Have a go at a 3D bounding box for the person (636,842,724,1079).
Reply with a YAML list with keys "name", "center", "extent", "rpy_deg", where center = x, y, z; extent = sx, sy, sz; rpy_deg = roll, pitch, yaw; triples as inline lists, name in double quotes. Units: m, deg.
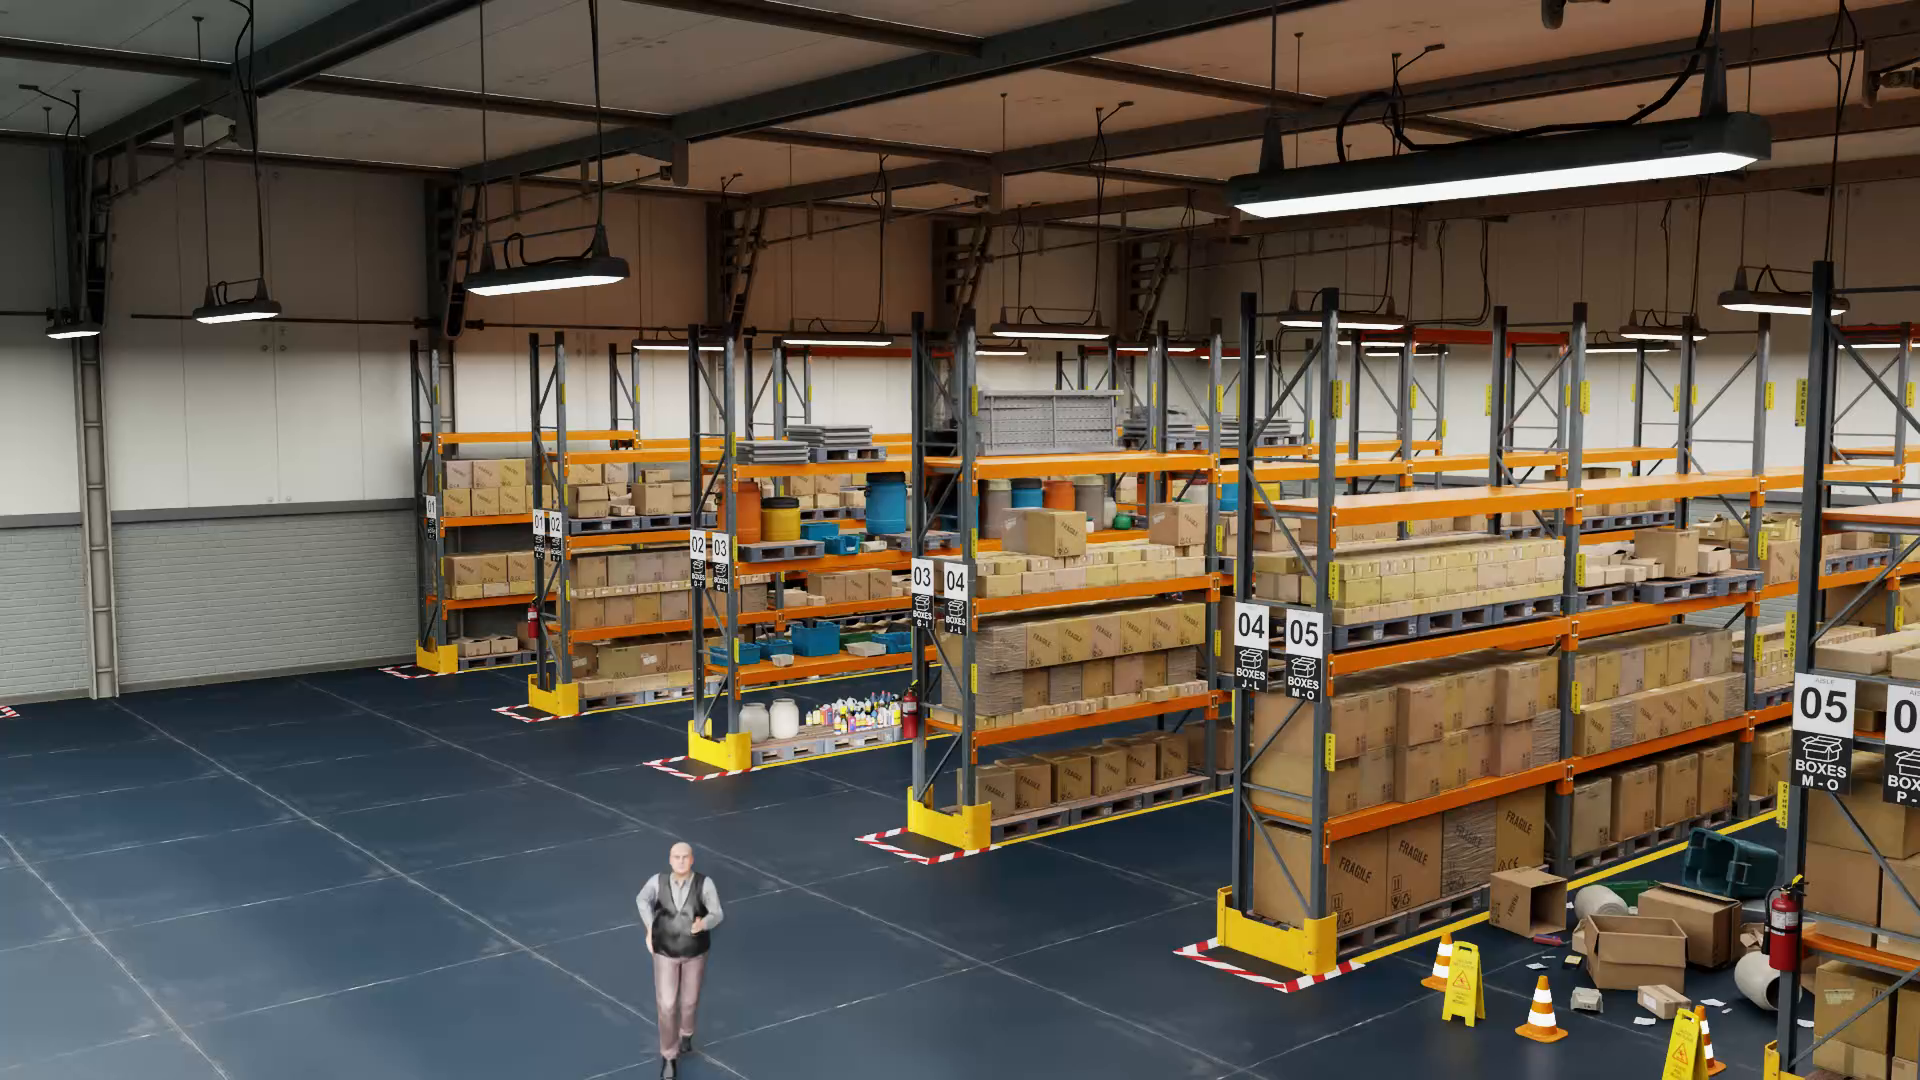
- name: "person"
  center: [-2.104, 3.159, 12.555]
  extent: [0.638, 1.782, 0.777]
  rpy_deg: [-1, 5, -13]
